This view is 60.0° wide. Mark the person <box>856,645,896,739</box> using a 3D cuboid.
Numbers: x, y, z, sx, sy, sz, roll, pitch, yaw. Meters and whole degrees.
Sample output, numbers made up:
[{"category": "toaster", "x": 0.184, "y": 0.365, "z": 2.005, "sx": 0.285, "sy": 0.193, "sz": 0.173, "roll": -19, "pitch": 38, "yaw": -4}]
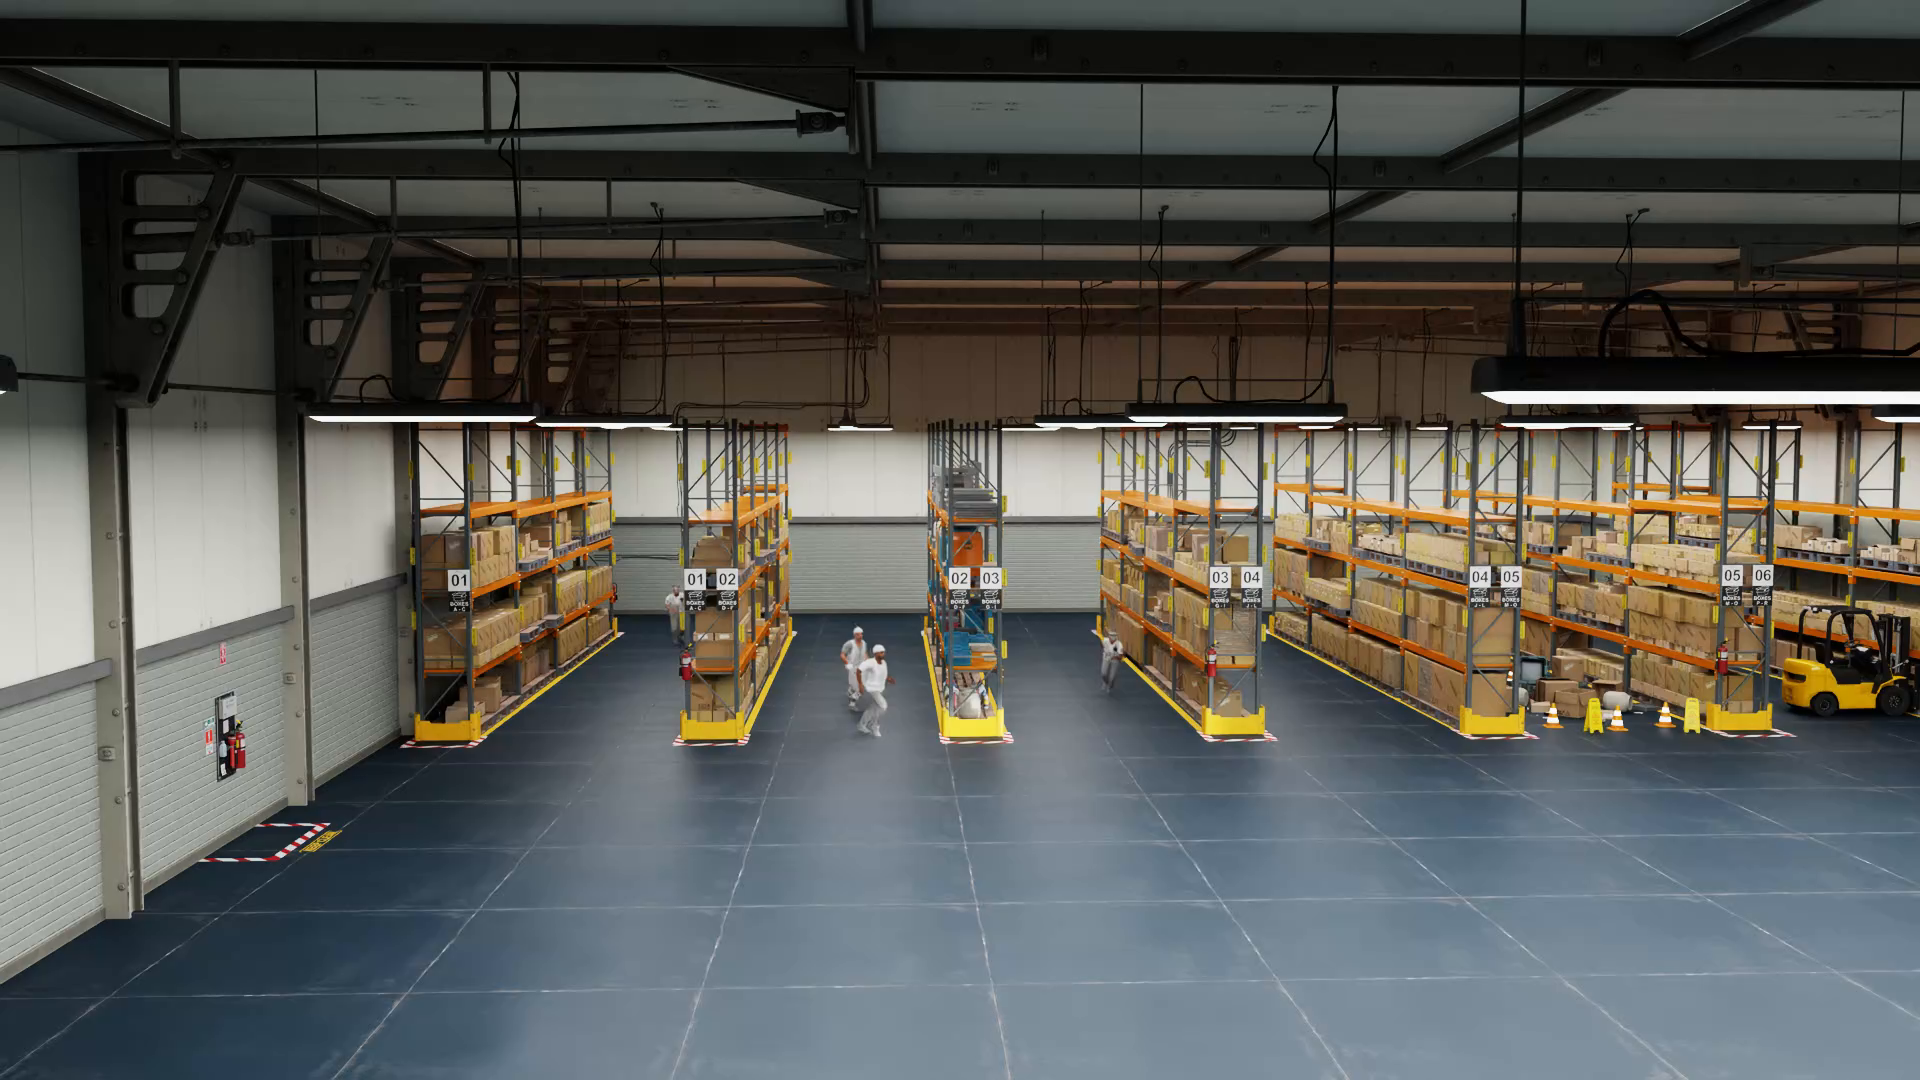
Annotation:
[{"category": "person", "x": -1.610, "y": 2.855, "z": 31.377, "sx": 0.836, "sy": 1.772, "sz": 0.639, "roll": 2, "pitch": 4, "yaw": 30}]

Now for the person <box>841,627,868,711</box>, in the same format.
[{"category": "person", "x": -2.199, "y": 2.659, "z": 34.458, "sx": 0.651, "sy": 1.734, "sz": 0.627, "roll": -2, "pitch": 4, "yaw": -29}]

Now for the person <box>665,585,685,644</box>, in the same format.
[{"category": "person", "x": -7.660, "y": 2.014, "z": 45.065, "sx": 0.656, "sy": 1.656, "sz": 0.787, "roll": -1, "pitch": 4, "yaw": -14}]

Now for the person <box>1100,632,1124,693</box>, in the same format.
[{"category": "person", "x": 3.295, "y": 2.687, "z": 36.316, "sx": 0.599, "sy": 1.398, "sz": 0.971, "roll": 1, "pitch": 4, "yaw": 13}]
